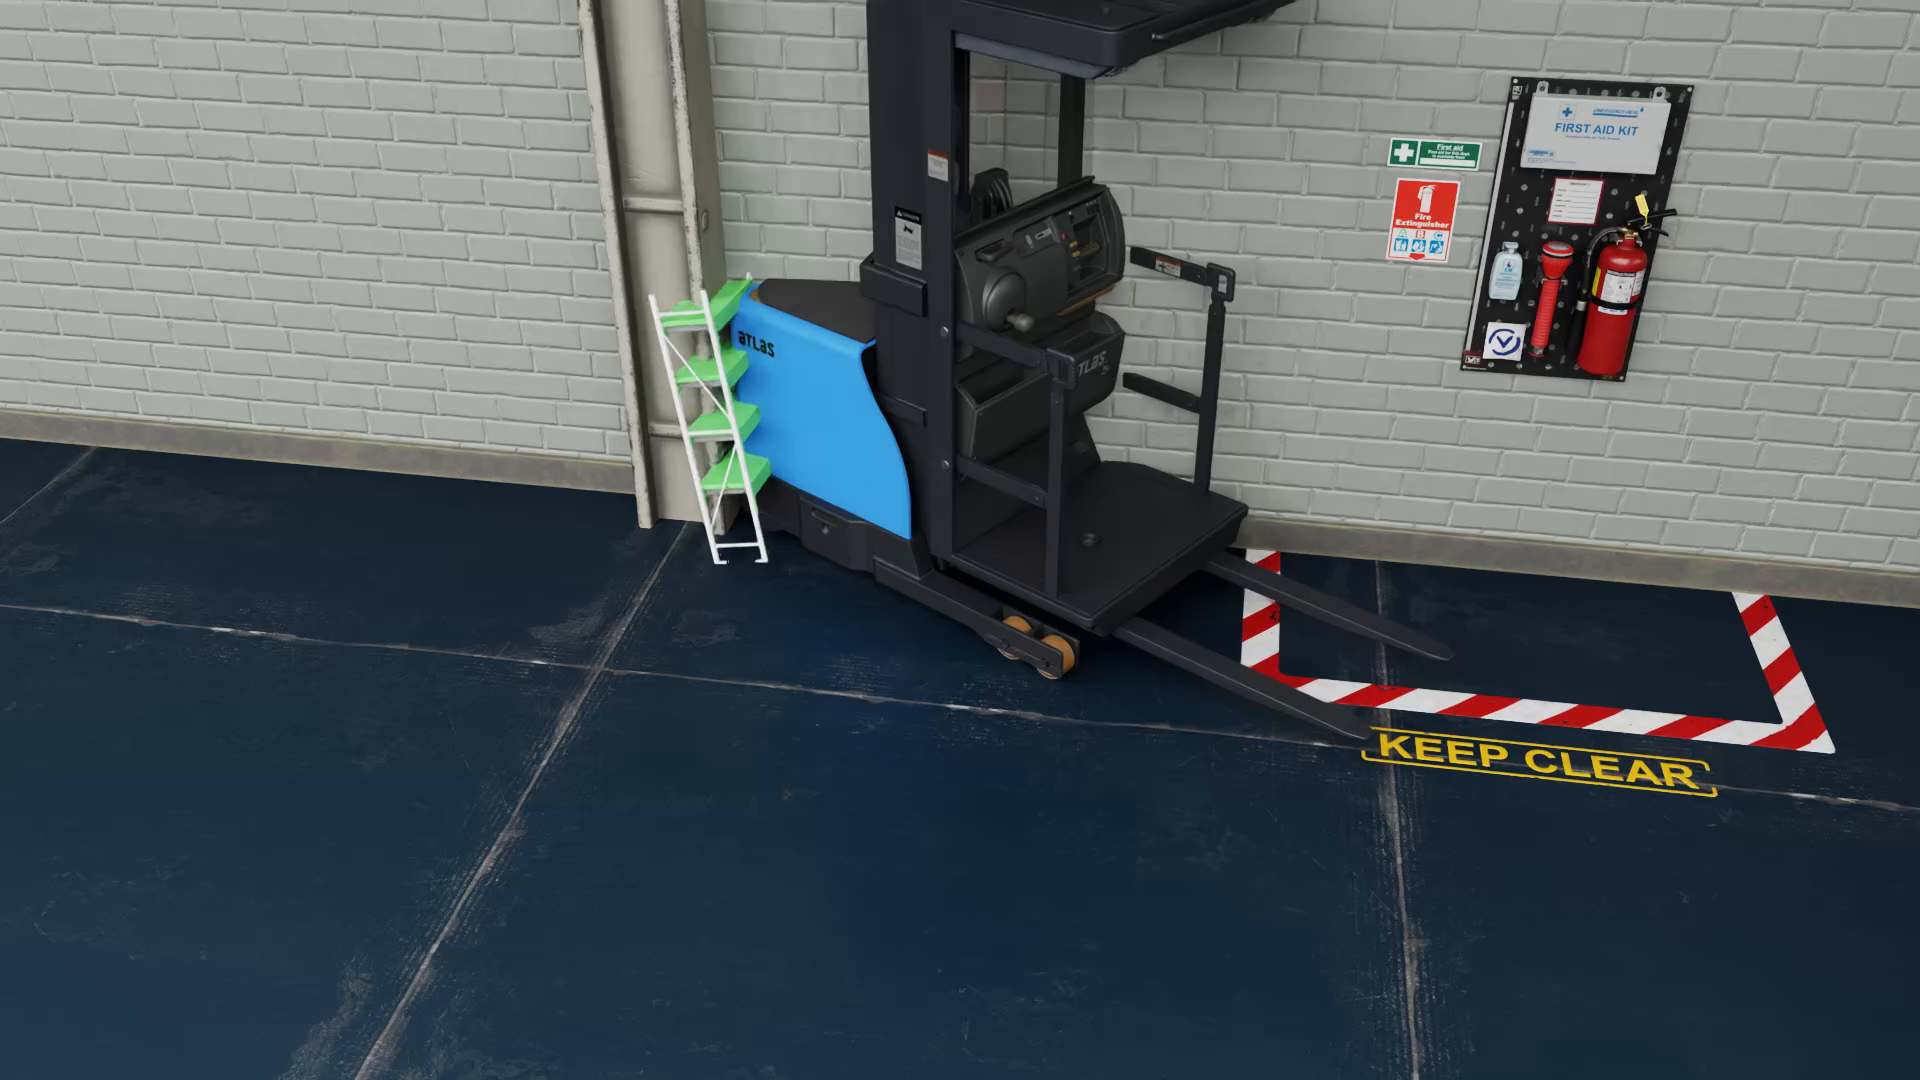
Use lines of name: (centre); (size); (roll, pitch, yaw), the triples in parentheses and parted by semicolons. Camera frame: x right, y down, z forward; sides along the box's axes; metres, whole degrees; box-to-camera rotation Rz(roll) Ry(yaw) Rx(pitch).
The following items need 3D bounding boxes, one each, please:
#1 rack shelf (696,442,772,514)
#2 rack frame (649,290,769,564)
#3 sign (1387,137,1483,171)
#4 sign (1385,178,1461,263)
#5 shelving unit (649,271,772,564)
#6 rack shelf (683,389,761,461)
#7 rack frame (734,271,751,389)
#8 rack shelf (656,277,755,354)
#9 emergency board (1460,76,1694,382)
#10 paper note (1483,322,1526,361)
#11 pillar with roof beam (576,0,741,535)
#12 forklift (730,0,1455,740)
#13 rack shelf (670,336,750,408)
rack shelf: (-0.917, -0.281, 7.114); (0.258, 0.148, 0.480); (-2, 27, 15)
rack frame: (-1.015, -0.436, 6.770); (0.240, 1.200, 0.015); (-2, 27, 15)
sign: (1.764, -1.434, 6.181); (0.331, 0.109, 0.001); (5, 32, 8)
sign: (1.761, -1.215, 6.330); (0.234, 0.329, 0.001); (5, 32, 8)
shelving unit: (-0.963, -0.550, 6.980); (0.258, 1.200, 0.503); (-2, 27, 15)
rack shelf: (-0.954, -0.493, 7.008); (0.258, 0.148, 0.480); (-2, 27, 15)
rack frame: (-0.912, -0.663, 7.189); (0.240, 1.200, 0.015); (-2, 27, 15)
rack shelf: (-1.026, -0.917, 6.796); (0.258, 0.148, 0.480); (-2, 27, 15)
emergency board: (2.288, -1.096, 6.174); (0.643, 1.169, 0.194); (5, 32, 8)
paper note: (2.125, -0.775, 6.491); (0.142, 0.148, 0.016); (5, 32, 8)
pillar with roof beam: (-1.921, -1.683, 1.457); (0.400, 9.000, 9.100); (5, 32, 8)
forklift: (0.473, -1.025, 6.125); (3.031, 2.935, 1.130); (25, 40, 34)
rack shelf: (-0.990, -0.705, 6.902); (0.258, 0.148, 0.480); (-2, 27, 15)
